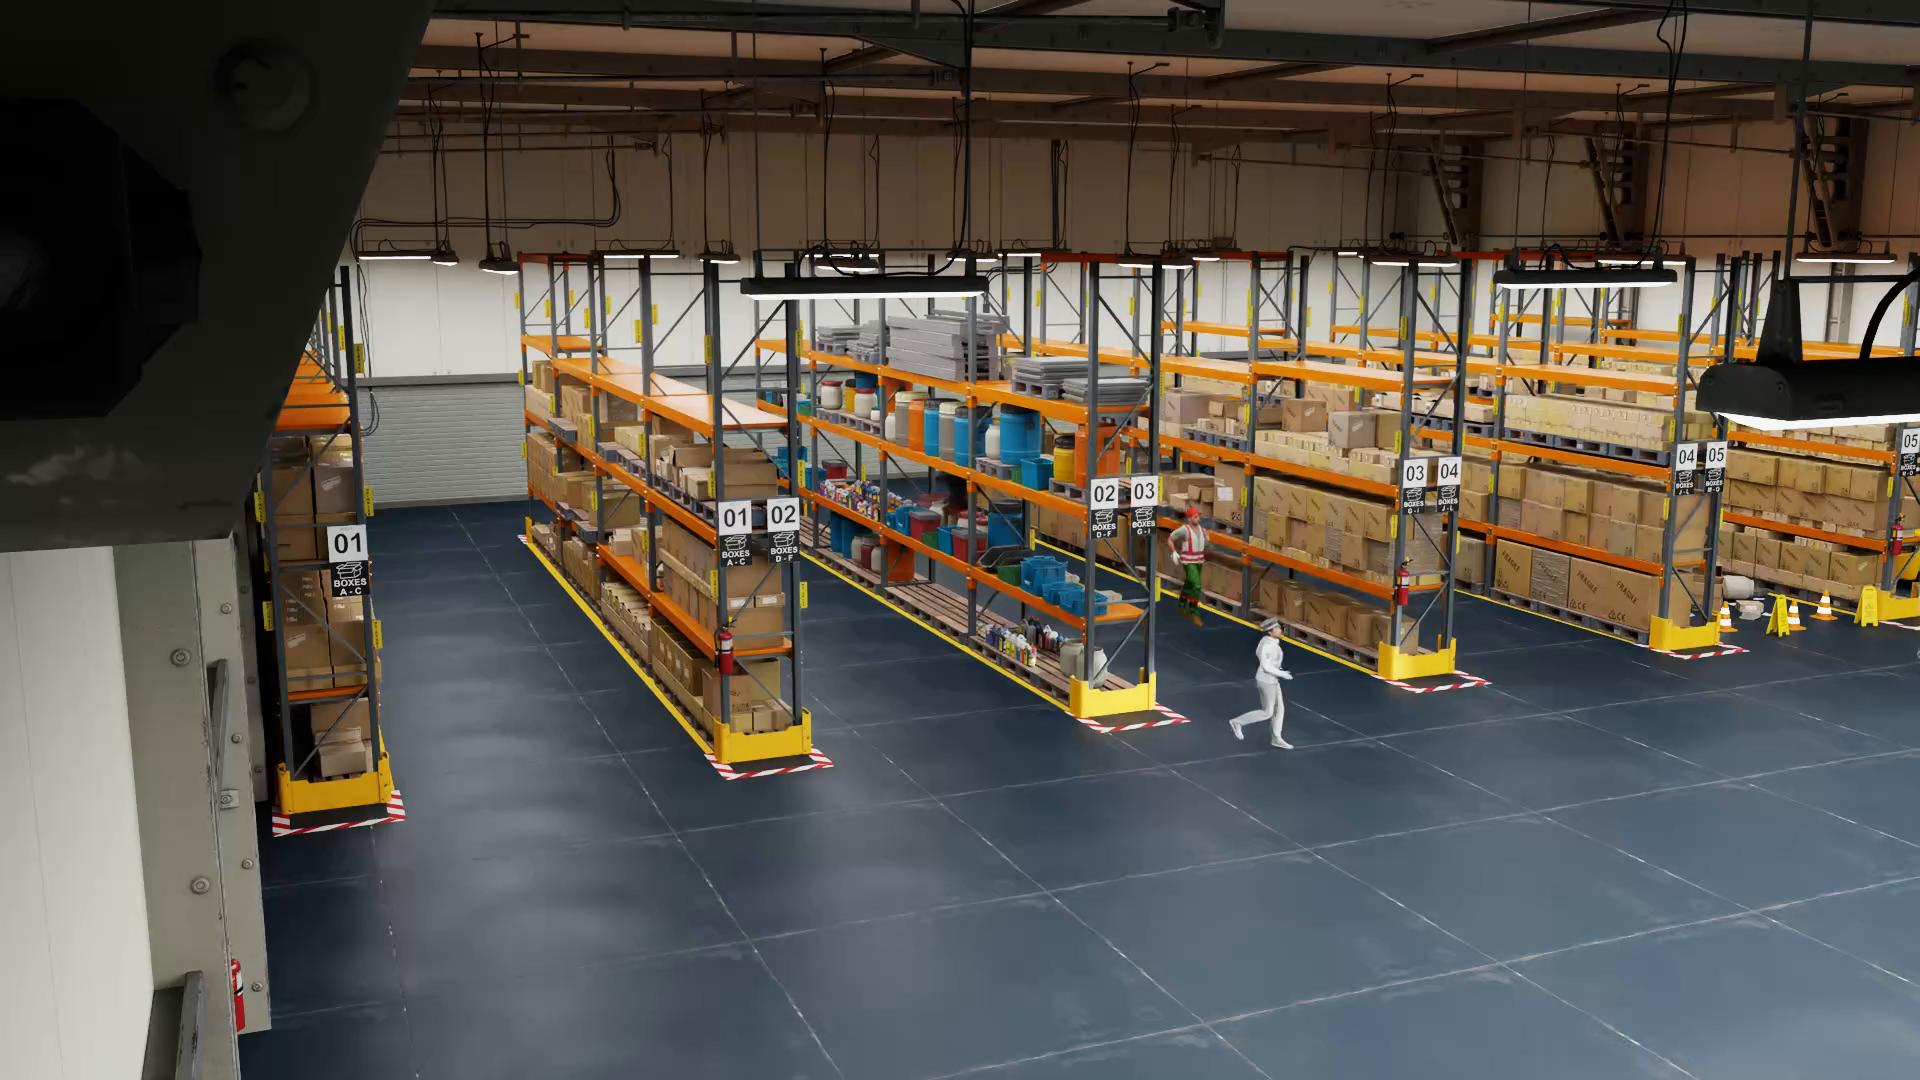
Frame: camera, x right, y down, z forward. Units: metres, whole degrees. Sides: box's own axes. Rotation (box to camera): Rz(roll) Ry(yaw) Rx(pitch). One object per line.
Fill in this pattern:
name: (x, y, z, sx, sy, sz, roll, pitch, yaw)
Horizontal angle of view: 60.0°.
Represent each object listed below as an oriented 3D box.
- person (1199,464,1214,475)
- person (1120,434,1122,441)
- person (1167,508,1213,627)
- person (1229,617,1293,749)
person: (6.233, -1.984, 41.545, 0.606, 1.586, 0.613, -9, 14, -42)
person: (3.681, -1.730, 39.730, 0.709, 1.701, 0.568, 2, 10, 8)
person: (3.673, 0.407, 26.260, 0.646, 1.846, 0.755, -8, 13, -38)
person: (3.788, 1.777, 20.770, 0.801, 1.692, 0.625, 2, 11, 11)
